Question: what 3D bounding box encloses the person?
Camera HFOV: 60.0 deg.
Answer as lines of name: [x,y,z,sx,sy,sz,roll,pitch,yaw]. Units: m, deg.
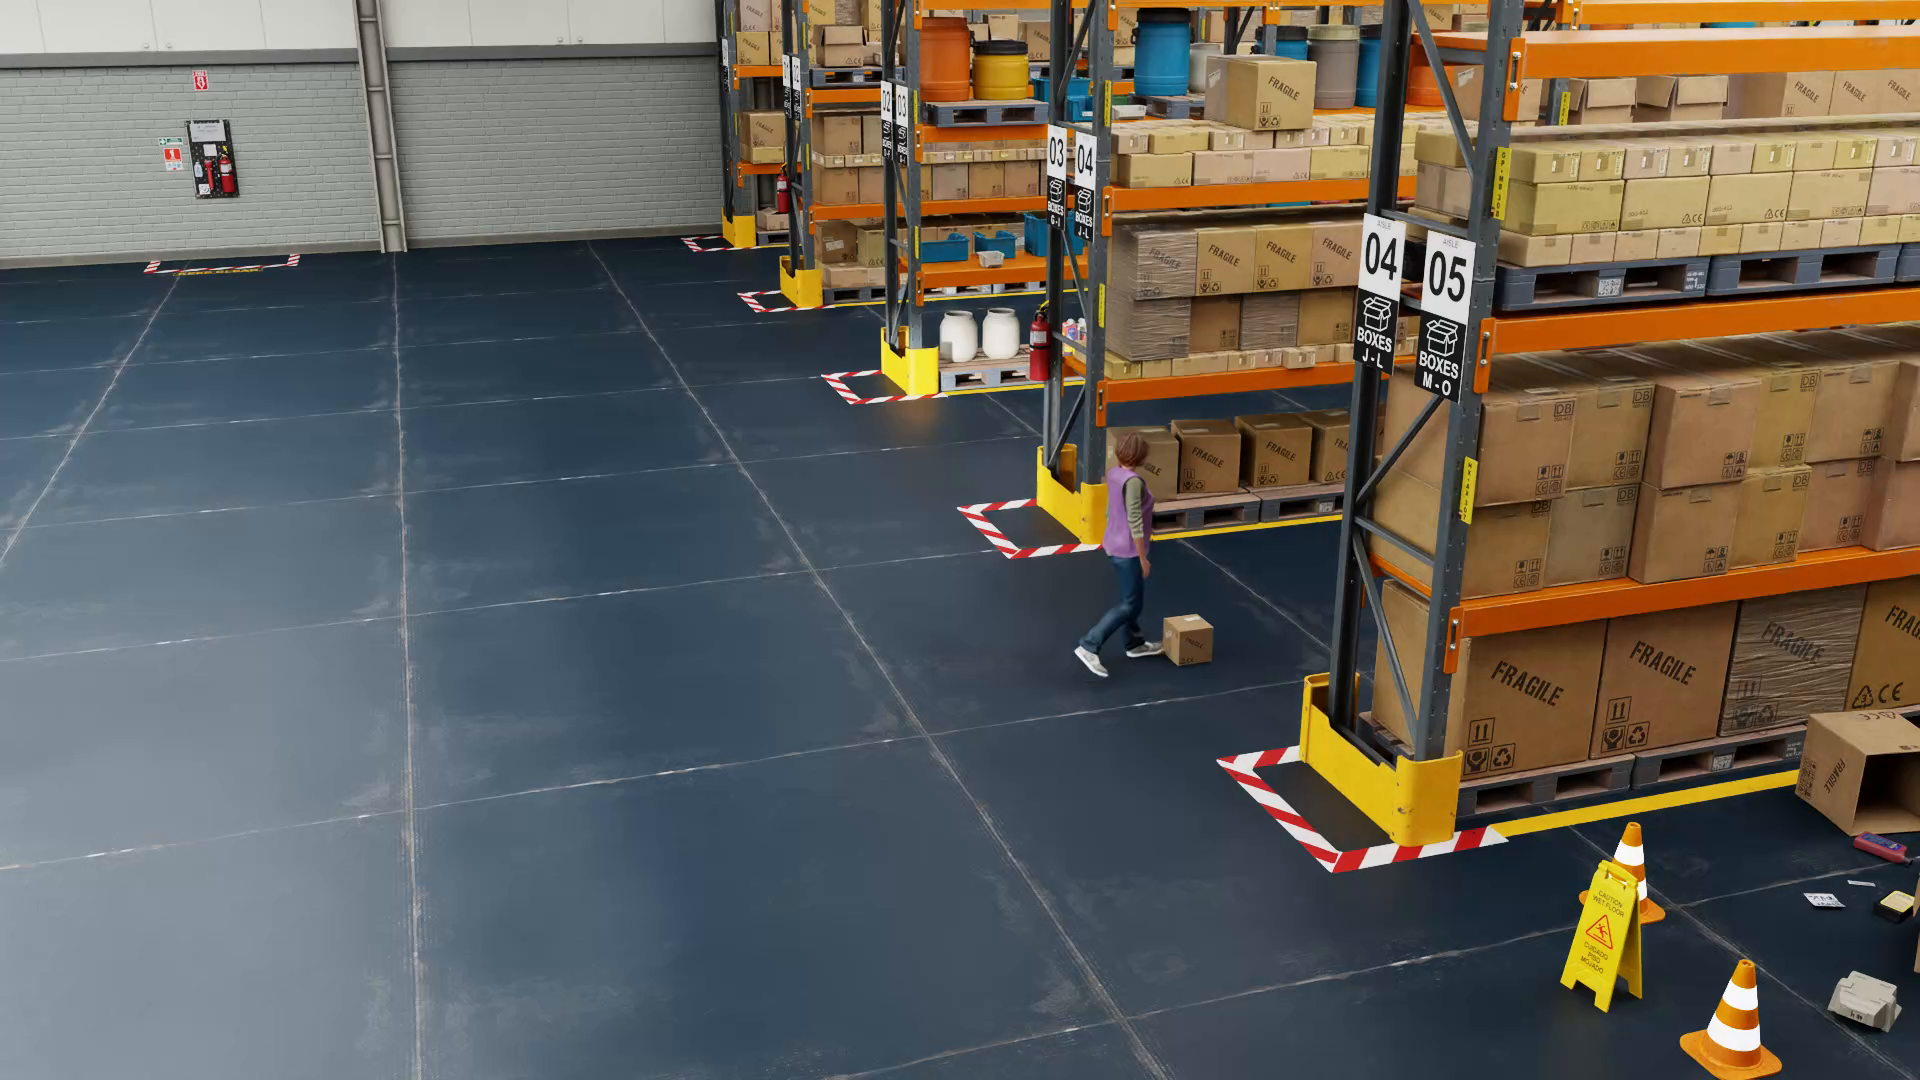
person: [1.069,0.093,10.797,0.707,1.589,0.545,-4,20,-12]
